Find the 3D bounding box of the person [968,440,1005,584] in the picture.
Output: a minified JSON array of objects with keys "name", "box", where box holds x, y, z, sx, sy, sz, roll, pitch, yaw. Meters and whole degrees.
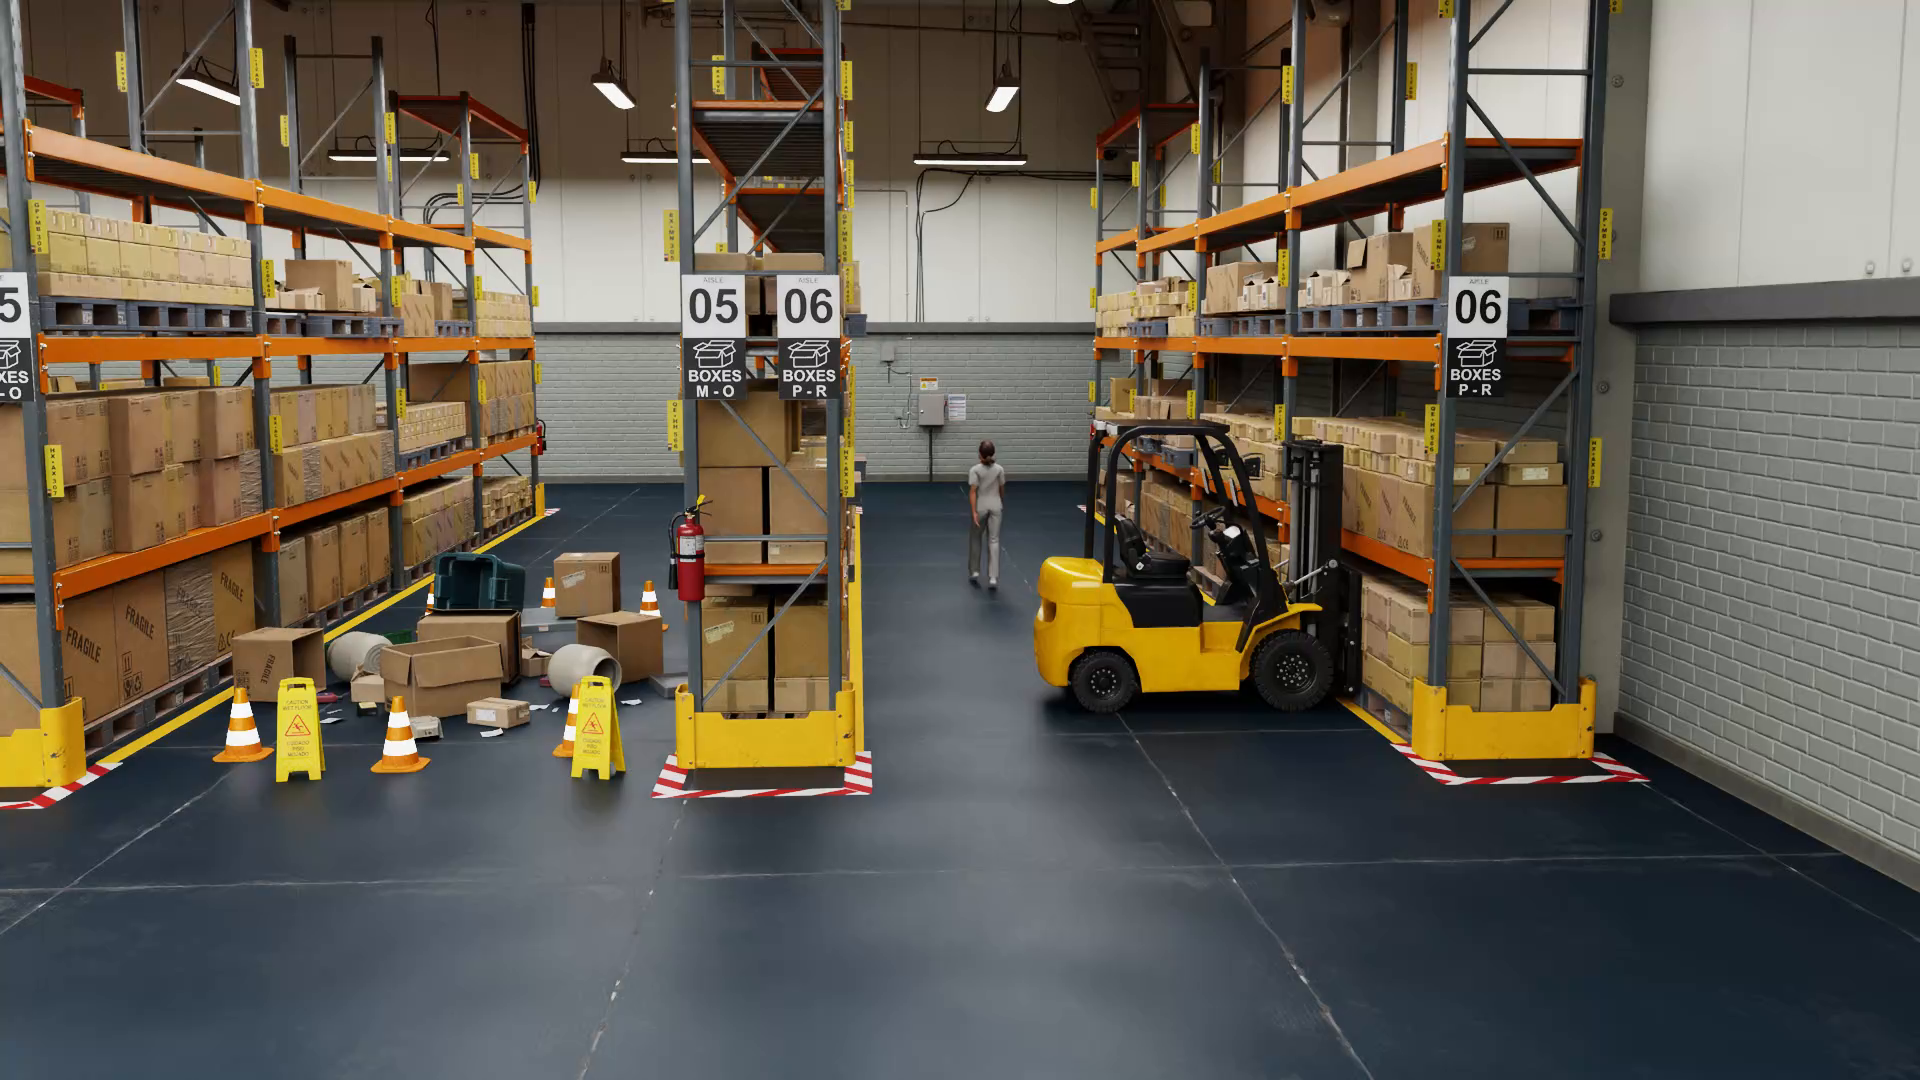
[{"name":"person","box":[0.291,-0.341,18.978,0.442,1.607,1.009,-1,7,-7]}]
